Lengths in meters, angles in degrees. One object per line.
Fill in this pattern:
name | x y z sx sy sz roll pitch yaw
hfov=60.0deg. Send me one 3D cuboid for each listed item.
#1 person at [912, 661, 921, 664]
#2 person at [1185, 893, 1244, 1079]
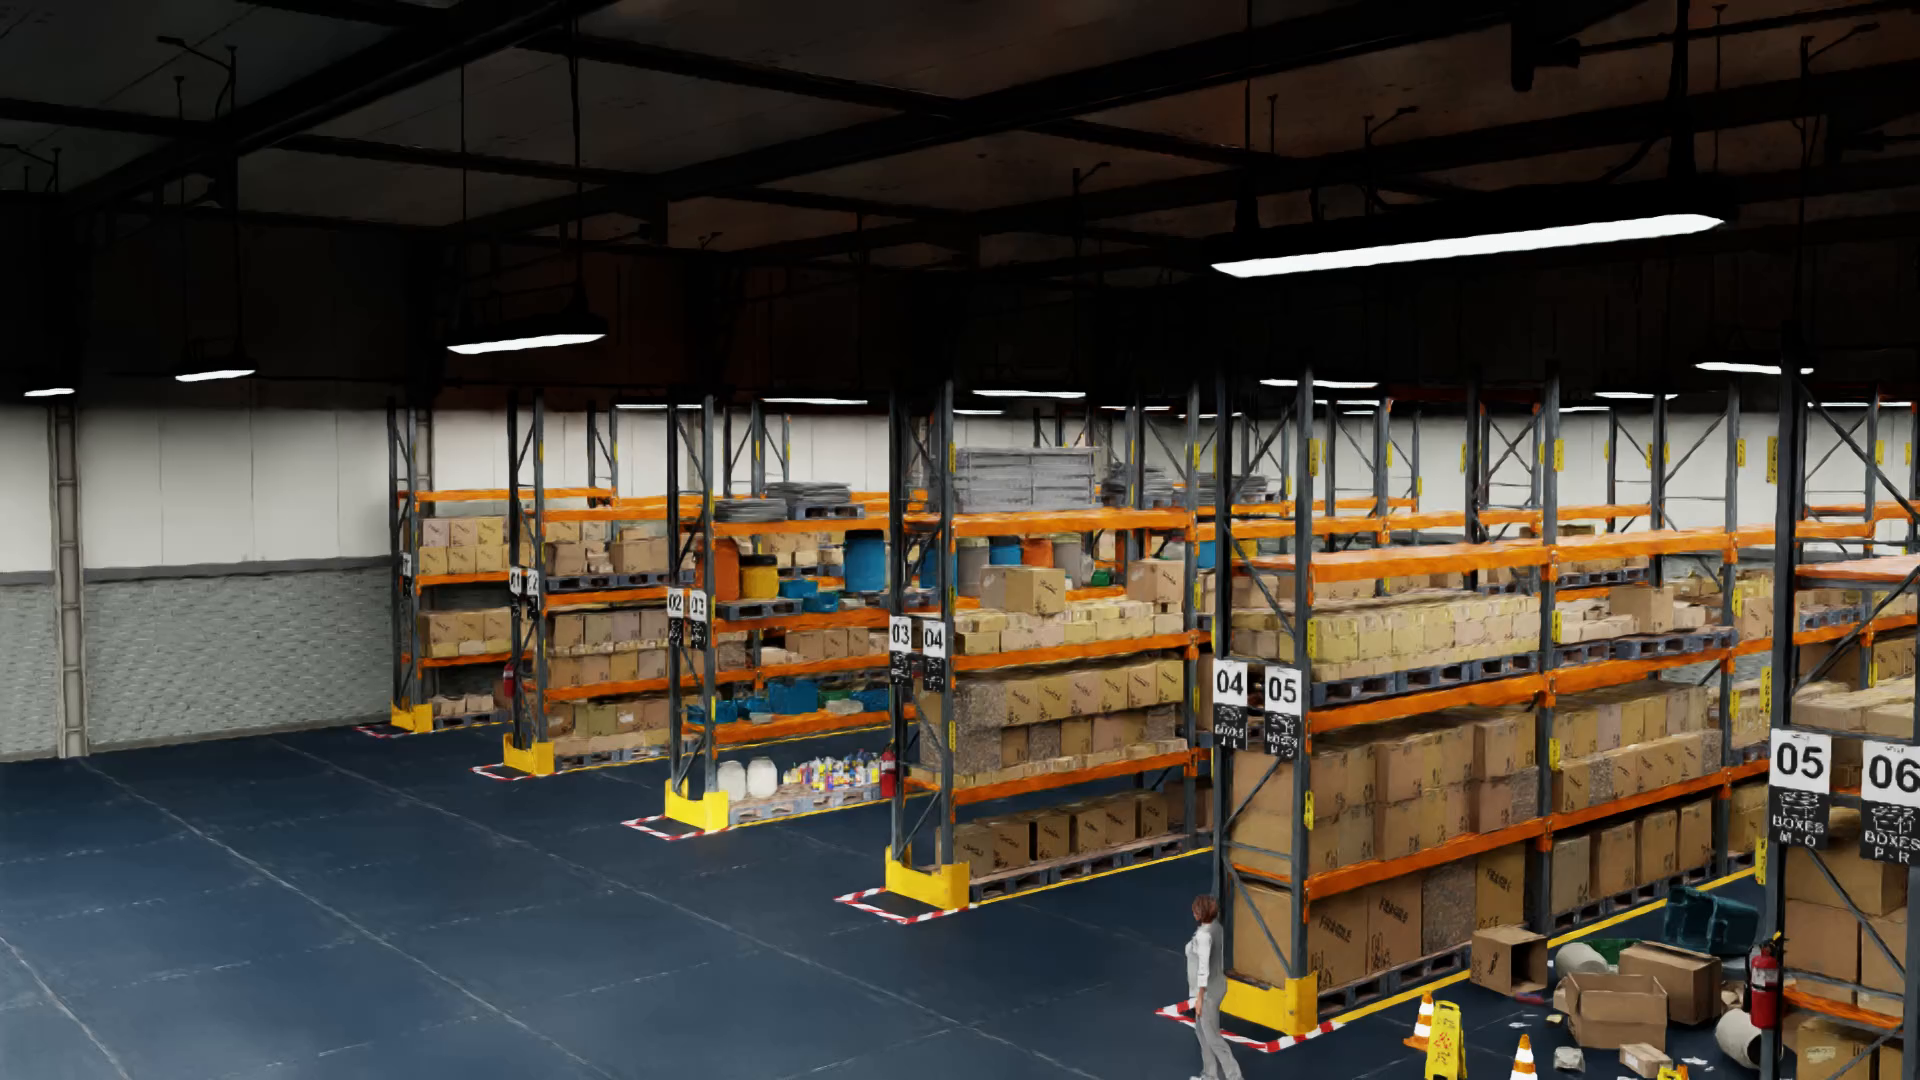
person | -0.915 2.235 35.196 0.782 1.651 0.688 -2 4 -35
person | 2.031 3.607 13.181 0.491 1.589 0.516 1 4 24
